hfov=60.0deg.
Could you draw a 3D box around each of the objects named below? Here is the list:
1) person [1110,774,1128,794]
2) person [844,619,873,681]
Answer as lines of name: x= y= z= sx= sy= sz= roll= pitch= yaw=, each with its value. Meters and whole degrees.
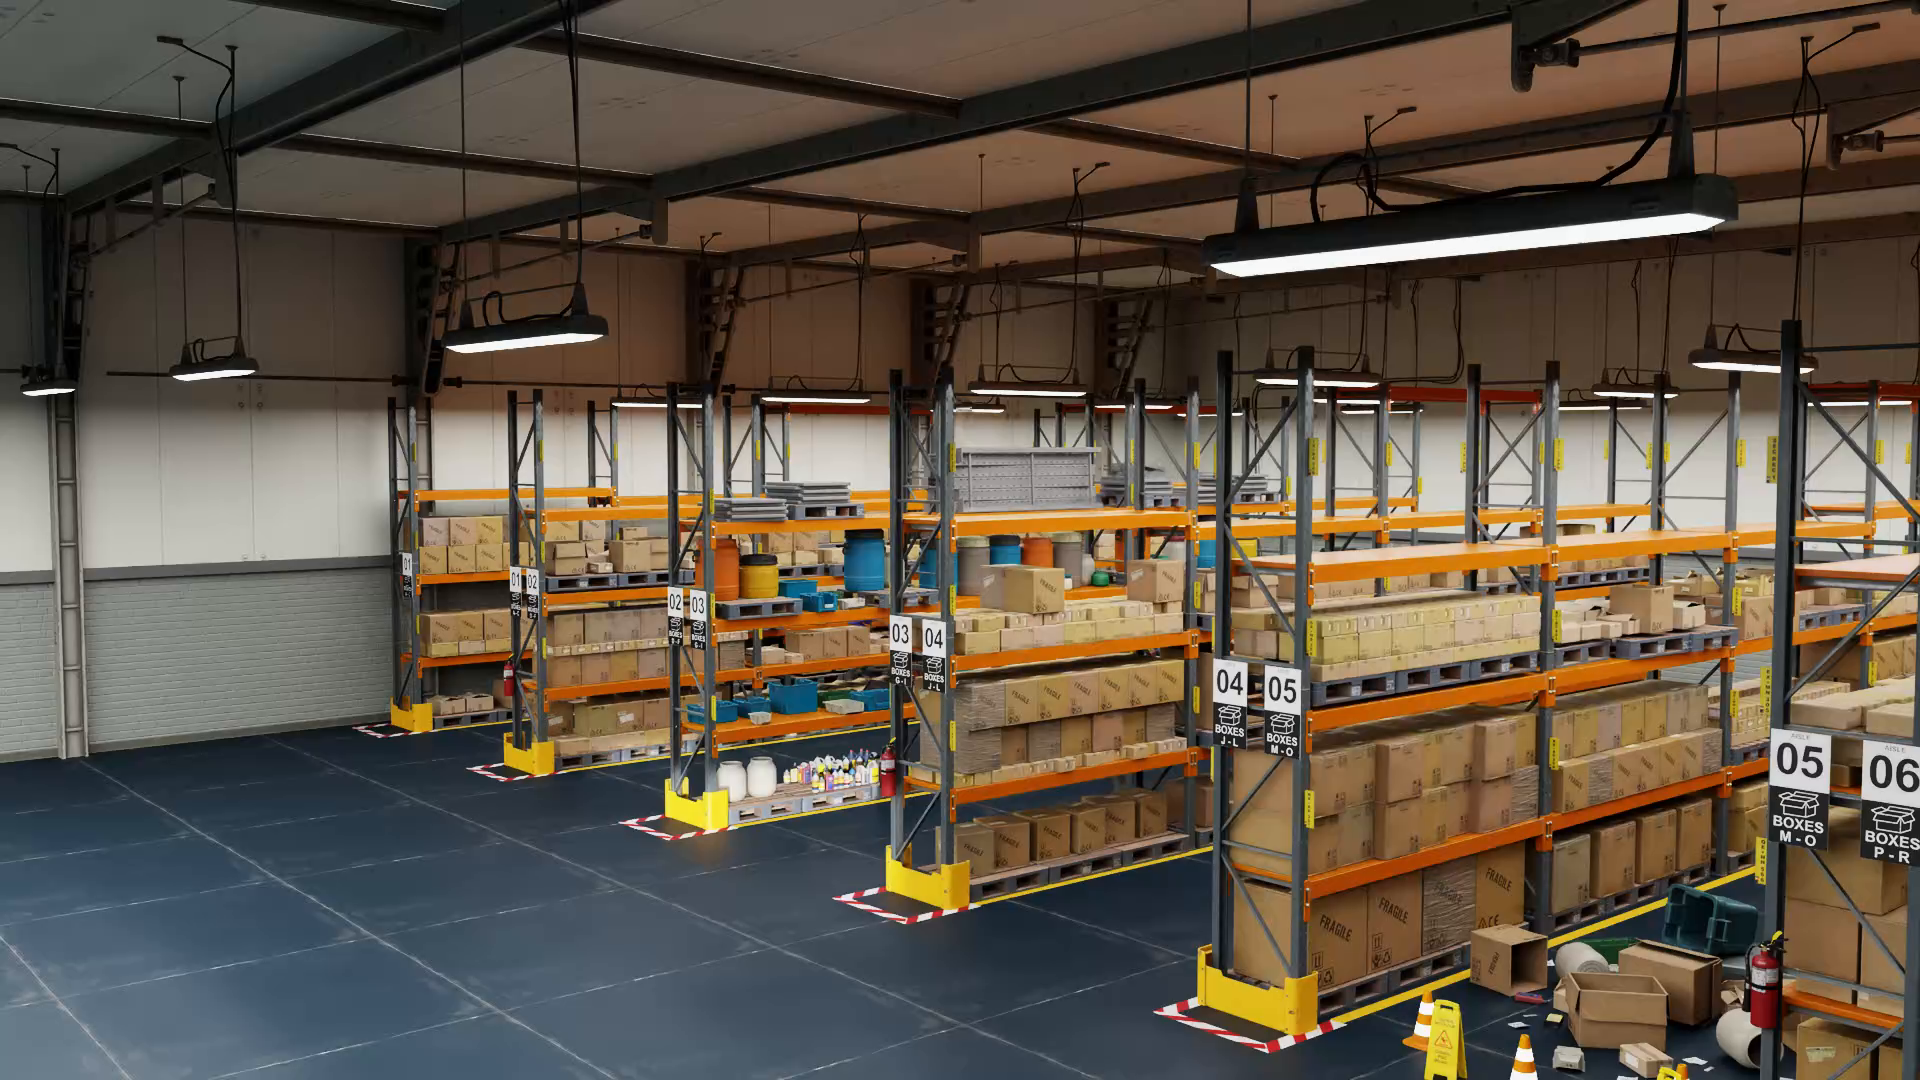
person: x=2.210 y=2.909 z=24.274 sx=0.576 sy=1.662 sz=0.580 roll=3 pitch=5 yaw=44
person: x=-2.125 y=2.098 z=33.870 sx=0.575 sy=1.691 sz=0.895 roll=3 pitch=5 yaw=43
